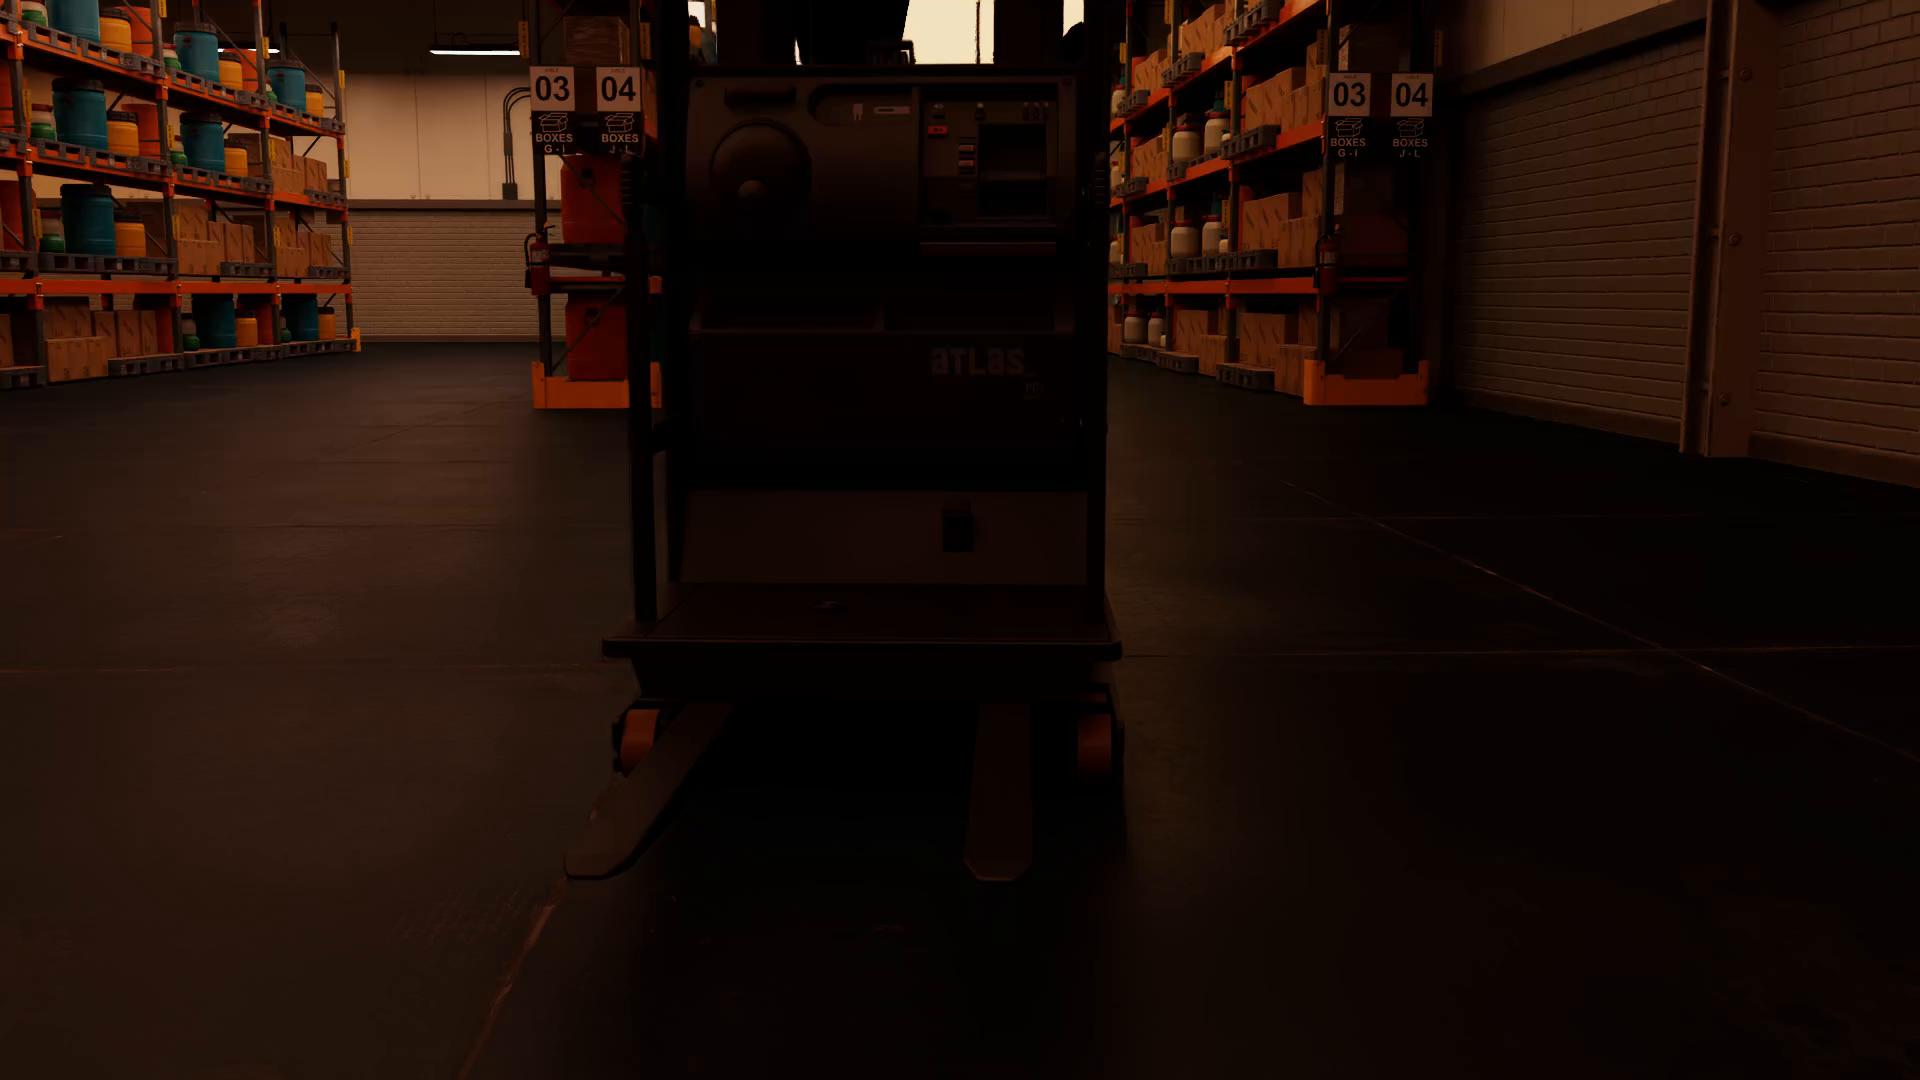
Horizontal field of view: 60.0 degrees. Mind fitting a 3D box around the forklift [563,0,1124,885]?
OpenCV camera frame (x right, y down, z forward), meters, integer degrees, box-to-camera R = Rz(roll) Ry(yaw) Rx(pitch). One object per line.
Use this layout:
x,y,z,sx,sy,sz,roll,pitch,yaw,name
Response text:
-0.192,-0.955,3.759,1.130,2.935,3.031,0,8,2,forklift
